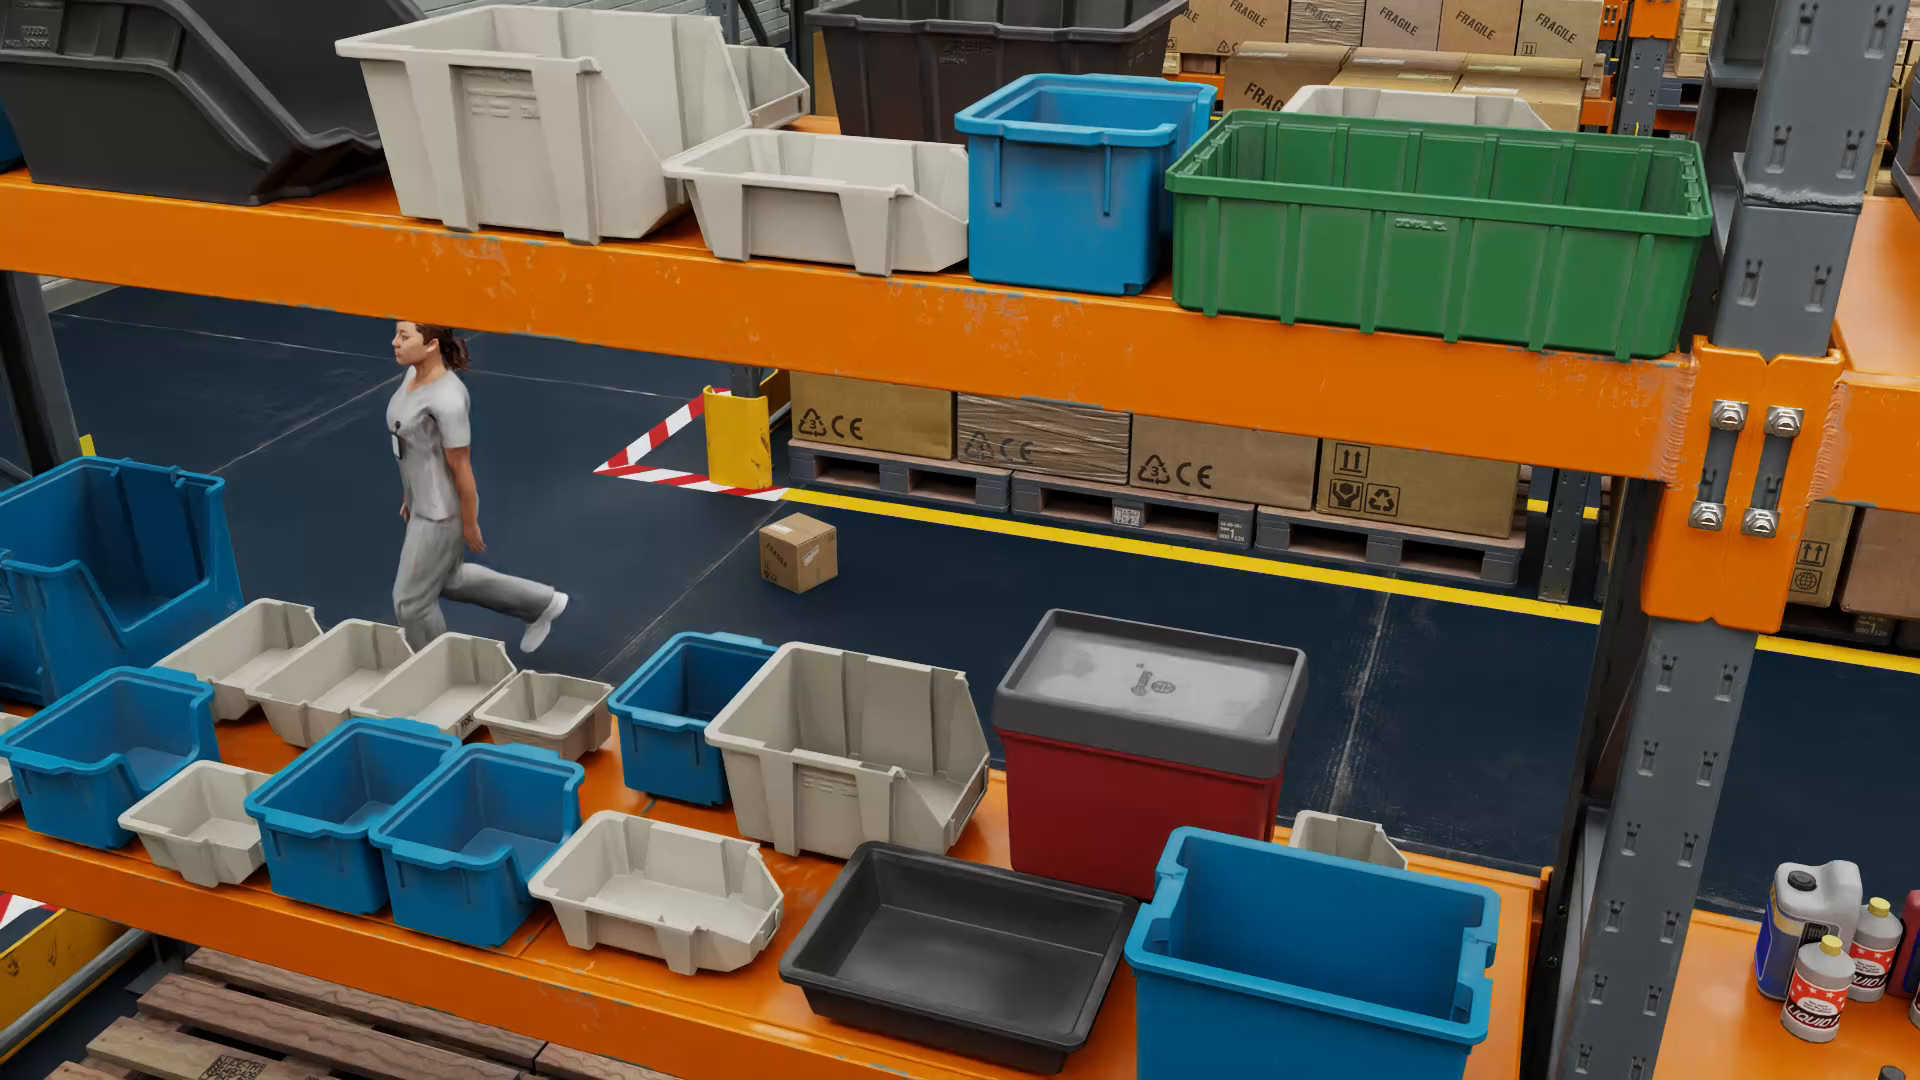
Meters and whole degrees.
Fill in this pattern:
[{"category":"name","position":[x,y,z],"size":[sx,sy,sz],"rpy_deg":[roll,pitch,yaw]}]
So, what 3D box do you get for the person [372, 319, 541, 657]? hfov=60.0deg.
[{"category":"person","position":[-1.989,-0.131,6.339],"size":[0.709,1.649,0.446],"rpy_deg":[-13,29,-24]}]
